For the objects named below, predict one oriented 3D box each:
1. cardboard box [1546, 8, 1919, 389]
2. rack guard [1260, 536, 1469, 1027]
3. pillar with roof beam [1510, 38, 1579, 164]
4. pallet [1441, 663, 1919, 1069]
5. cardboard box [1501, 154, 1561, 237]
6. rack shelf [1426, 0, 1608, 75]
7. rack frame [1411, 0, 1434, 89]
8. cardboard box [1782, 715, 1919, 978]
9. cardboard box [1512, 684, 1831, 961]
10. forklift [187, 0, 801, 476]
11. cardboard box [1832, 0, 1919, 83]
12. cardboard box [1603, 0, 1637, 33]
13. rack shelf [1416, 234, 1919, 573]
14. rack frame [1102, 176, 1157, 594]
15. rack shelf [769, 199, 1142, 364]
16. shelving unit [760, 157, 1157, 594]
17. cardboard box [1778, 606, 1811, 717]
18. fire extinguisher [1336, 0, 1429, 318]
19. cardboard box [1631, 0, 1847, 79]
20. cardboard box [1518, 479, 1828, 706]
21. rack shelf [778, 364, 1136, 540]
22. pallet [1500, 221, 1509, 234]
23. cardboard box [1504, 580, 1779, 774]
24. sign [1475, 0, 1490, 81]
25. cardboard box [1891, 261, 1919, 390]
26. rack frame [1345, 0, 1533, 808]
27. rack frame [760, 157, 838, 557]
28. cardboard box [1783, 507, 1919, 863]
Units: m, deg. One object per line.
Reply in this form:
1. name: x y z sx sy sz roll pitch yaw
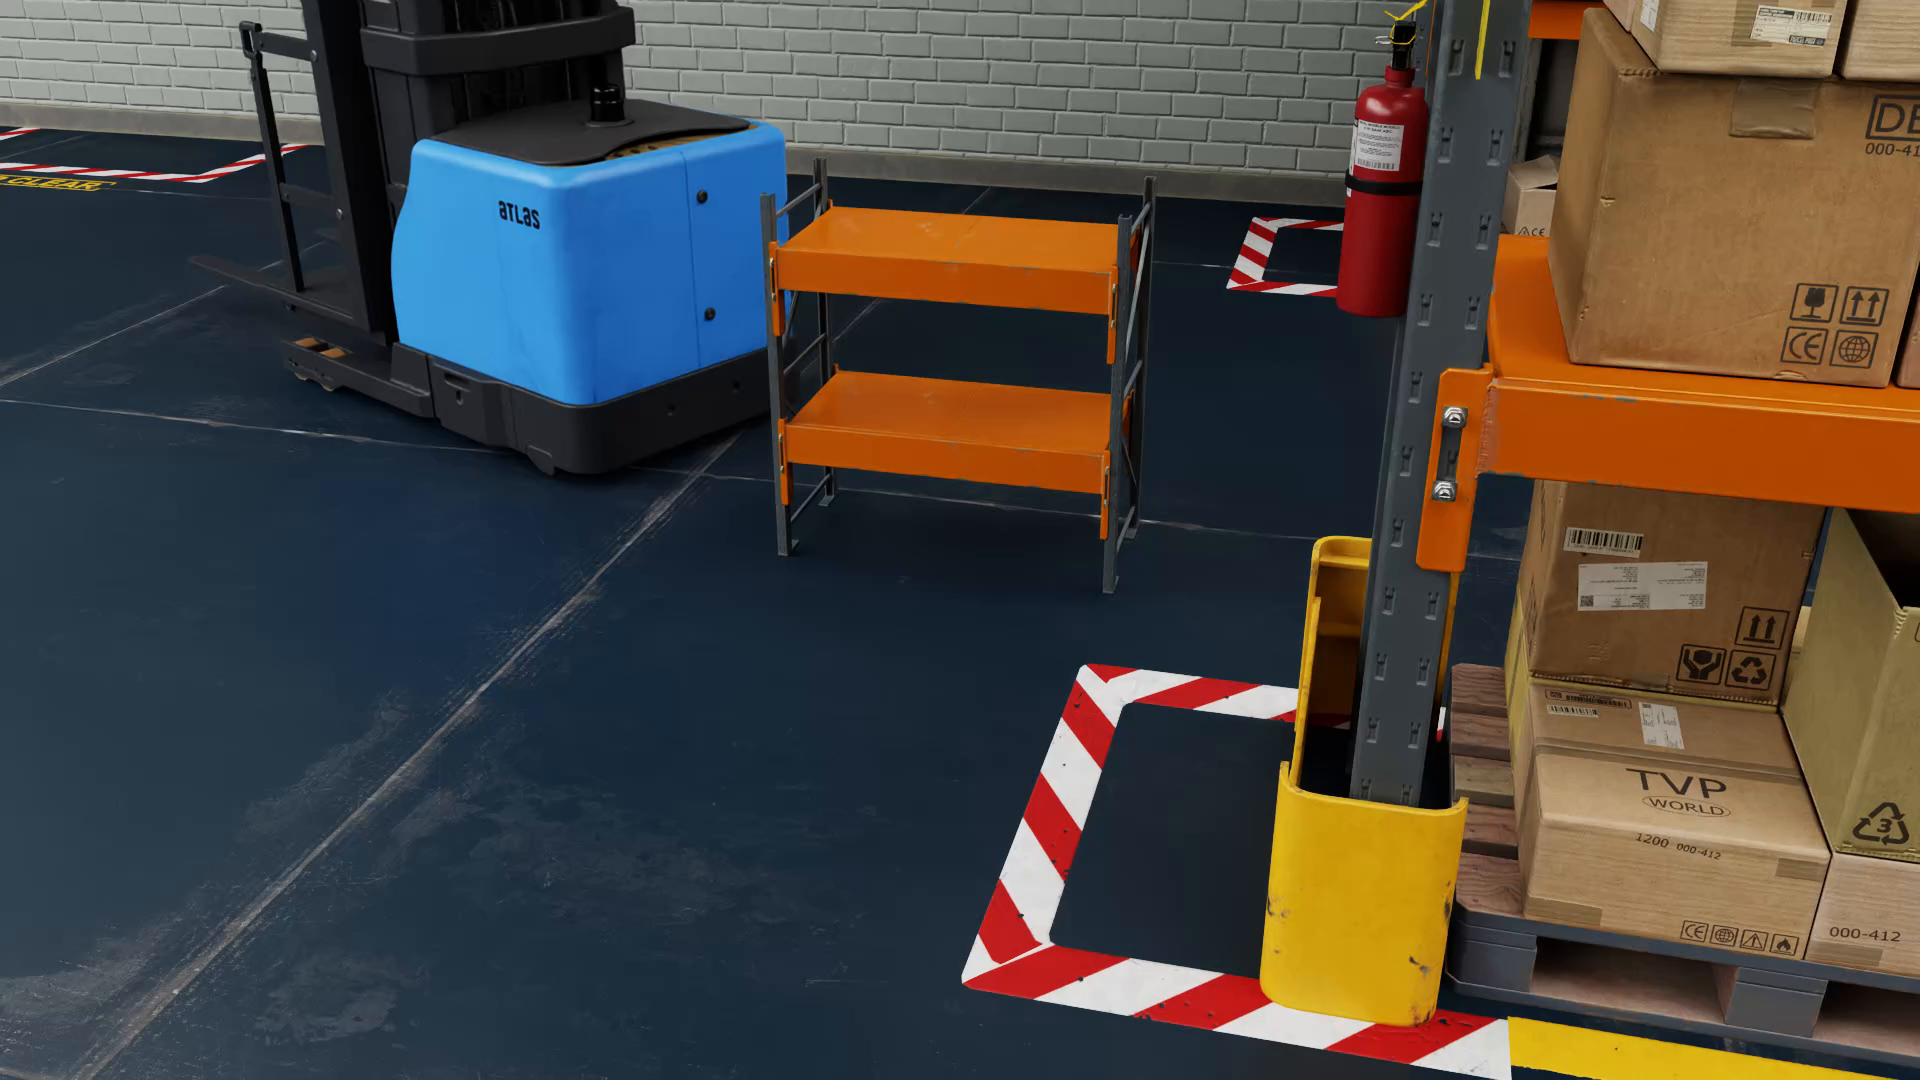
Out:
1. cardboard box: 1.376 -0.645 2.998 0.500 0.500 0.700 6 26 13
2. rack guard: 0.904 0.471 3.679 0.348 0.500 1.175 6 26 13
3. pillar with roof beam: 1.979 -3.919 3.014 0.400 9.000 9.100 6 26 13
4. pallet: 1.678 0.668 3.600 1.213 0.211 1.003 6 26 13
5. cardboard box: 2.805 -1.591 7.718 0.500 0.311 0.500 3 26 7
6. rack shelf: 4.095 -2.179 7.174 4.000 0.370 1.077 6 26 13
7. rack frame: 2.158 -2.718 7.469 0.127 3.000 1.000 6 26 13
8. cardboard box: 1.877 0.599 3.213 0.500 0.250 0.500 6 26 13
9. cardboard box: 1.391 0.547 3.322 0.500 0.250 0.500 6 26 13
10. forklift: -2.044 -2.052 6.150 3.031 2.935 1.130 20 32 36
11. cardboard box: 1.510 -0.834 2.642 0.250 0.149 0.380 6 26 12
12. cardboard box: 1.345 -1.031 3.056 0.250 0.149 0.380 6 26 12
13. rack shelf: 2.864 -0.116 2.841 4.000 0.370 1.077 6 26 13
14. rack frame: 0.499 -0.453 4.892 0.032 1.125 0.500 6 26 13
15. rack shelf: 0.007 -0.771 4.881 1.000 0.278 0.538 6 26 13
16. shelving unit: 0.007 -0.507 5.007 1.048 1.125 0.538 6 26 13
17. cardboard box: 2.008 0.380 3.673 0.500 0.250 0.500 6 26 13
18. fire extinguisher: 0.929 -0.826 3.585 0.183 0.674 0.296 6 26 13
19. cardboard box: 1.254 -0.861 2.699 0.250 0.149 0.380 6 26 13
20. cardboard box: 1.521 -0.008 3.615 0.500 0.500 0.500 6 26 13
21. rack shelf: 0.007 -0.286 5.112 1.000 0.278 0.538 6 26 13
22. pallet: 3.009 -1.349 7.837 1.213 0.211 1.003 6 26 13
23. cardboard box: 1.520 0.331 3.775 0.500 0.250 0.500 6 26 13
24. sign: 0.783 -0.851 2.449 0.005 0.325 0.100 6 26 13
25. cardboard box: 1.886 -0.591 2.885 0.500 0.500 0.700 7 26 14
26. rack frame: 0.927 -0.655 3.136 0.127 3.000 1.000 6 26 13
27. rack frame: -0.486 -0.562 5.121 0.032 1.125 0.500 6 26 13
28. cardboard box: 1.876 0.261 3.050 0.500 0.500 0.500 6 26 13
